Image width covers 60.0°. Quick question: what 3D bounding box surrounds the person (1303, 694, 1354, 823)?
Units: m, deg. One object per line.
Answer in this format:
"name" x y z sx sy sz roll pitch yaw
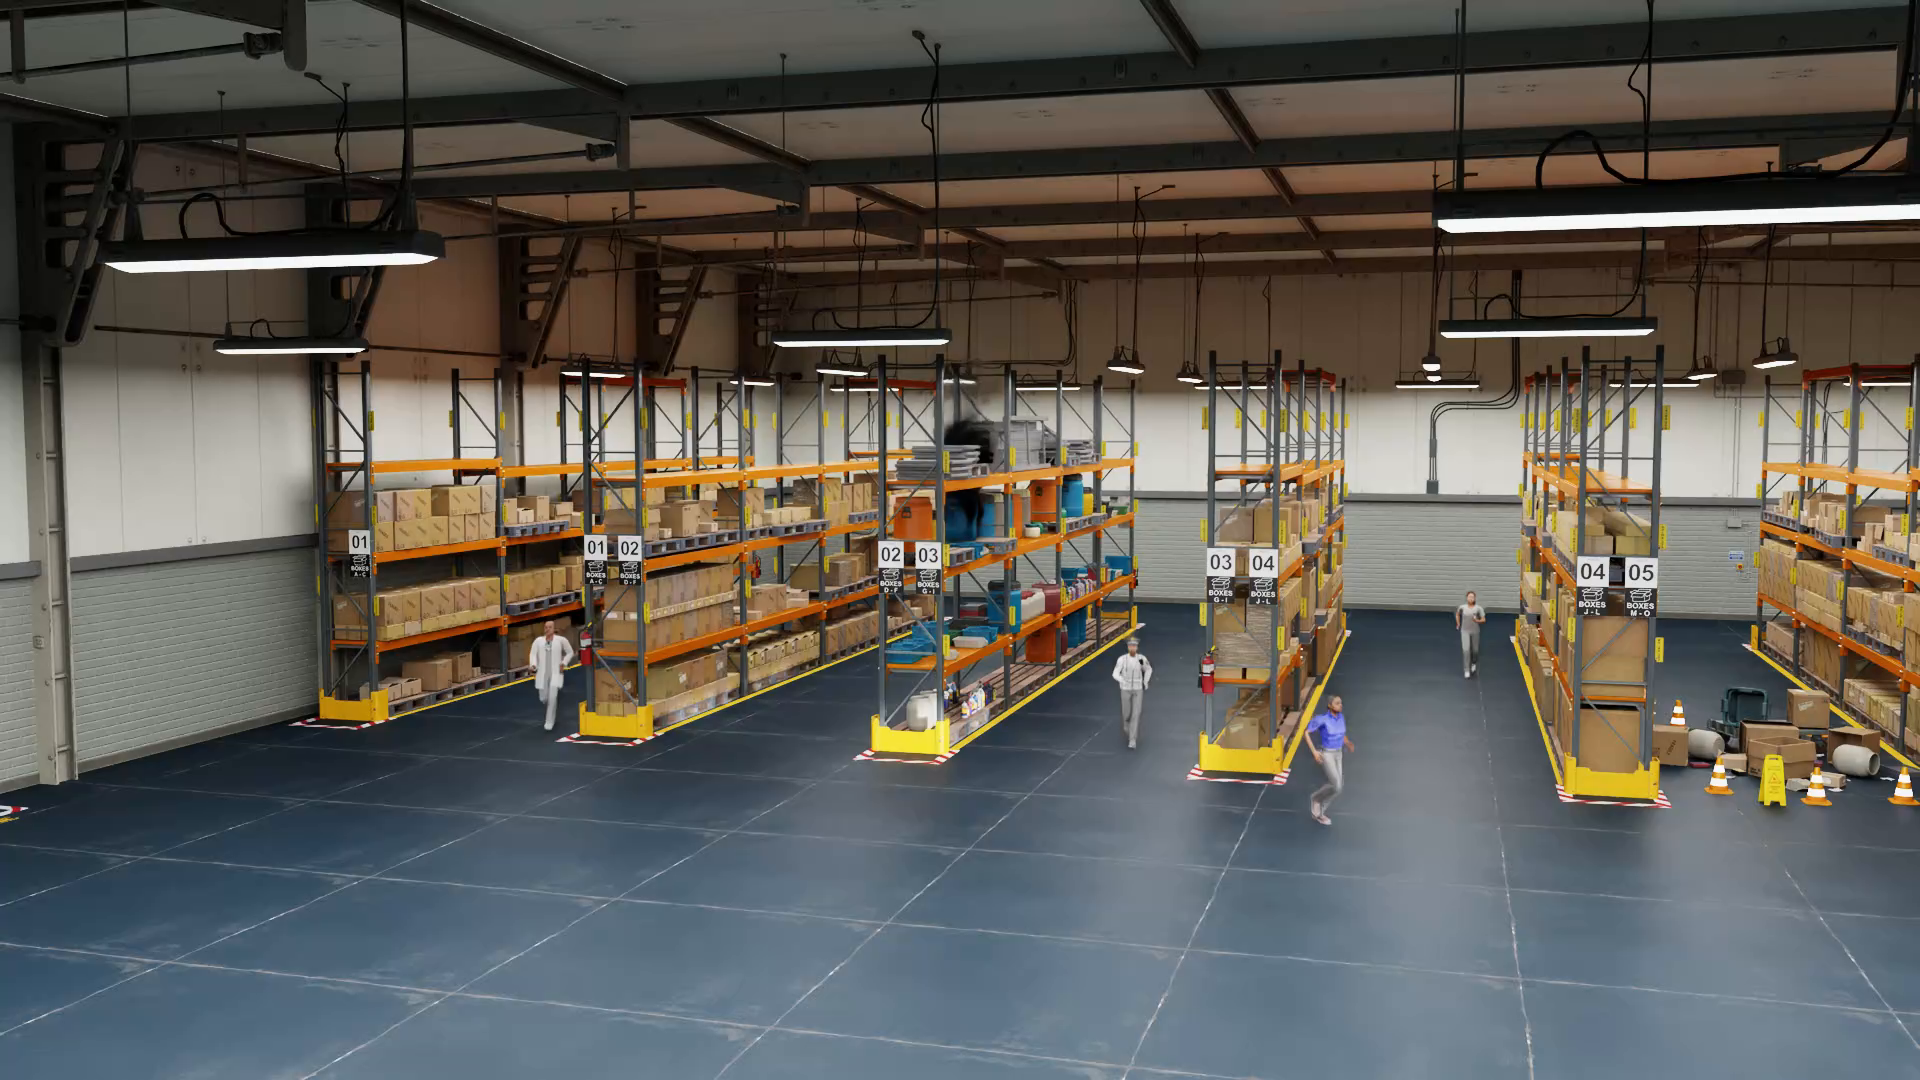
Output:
"person" 4.626 2.728 20.669 0.580 1.599 0.559 -3 5 -36

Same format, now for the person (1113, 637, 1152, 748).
"person" 2.669 2.319 25.670 0.618 1.669 0.890 0 4 3

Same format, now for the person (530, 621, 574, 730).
"person" -6.705 2.196 27.282 0.718 1.748 0.758 0 4 -1

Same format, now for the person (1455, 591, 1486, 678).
"person" 9.992 1.825 32.570 0.570 1.646 0.960 1 4 17
